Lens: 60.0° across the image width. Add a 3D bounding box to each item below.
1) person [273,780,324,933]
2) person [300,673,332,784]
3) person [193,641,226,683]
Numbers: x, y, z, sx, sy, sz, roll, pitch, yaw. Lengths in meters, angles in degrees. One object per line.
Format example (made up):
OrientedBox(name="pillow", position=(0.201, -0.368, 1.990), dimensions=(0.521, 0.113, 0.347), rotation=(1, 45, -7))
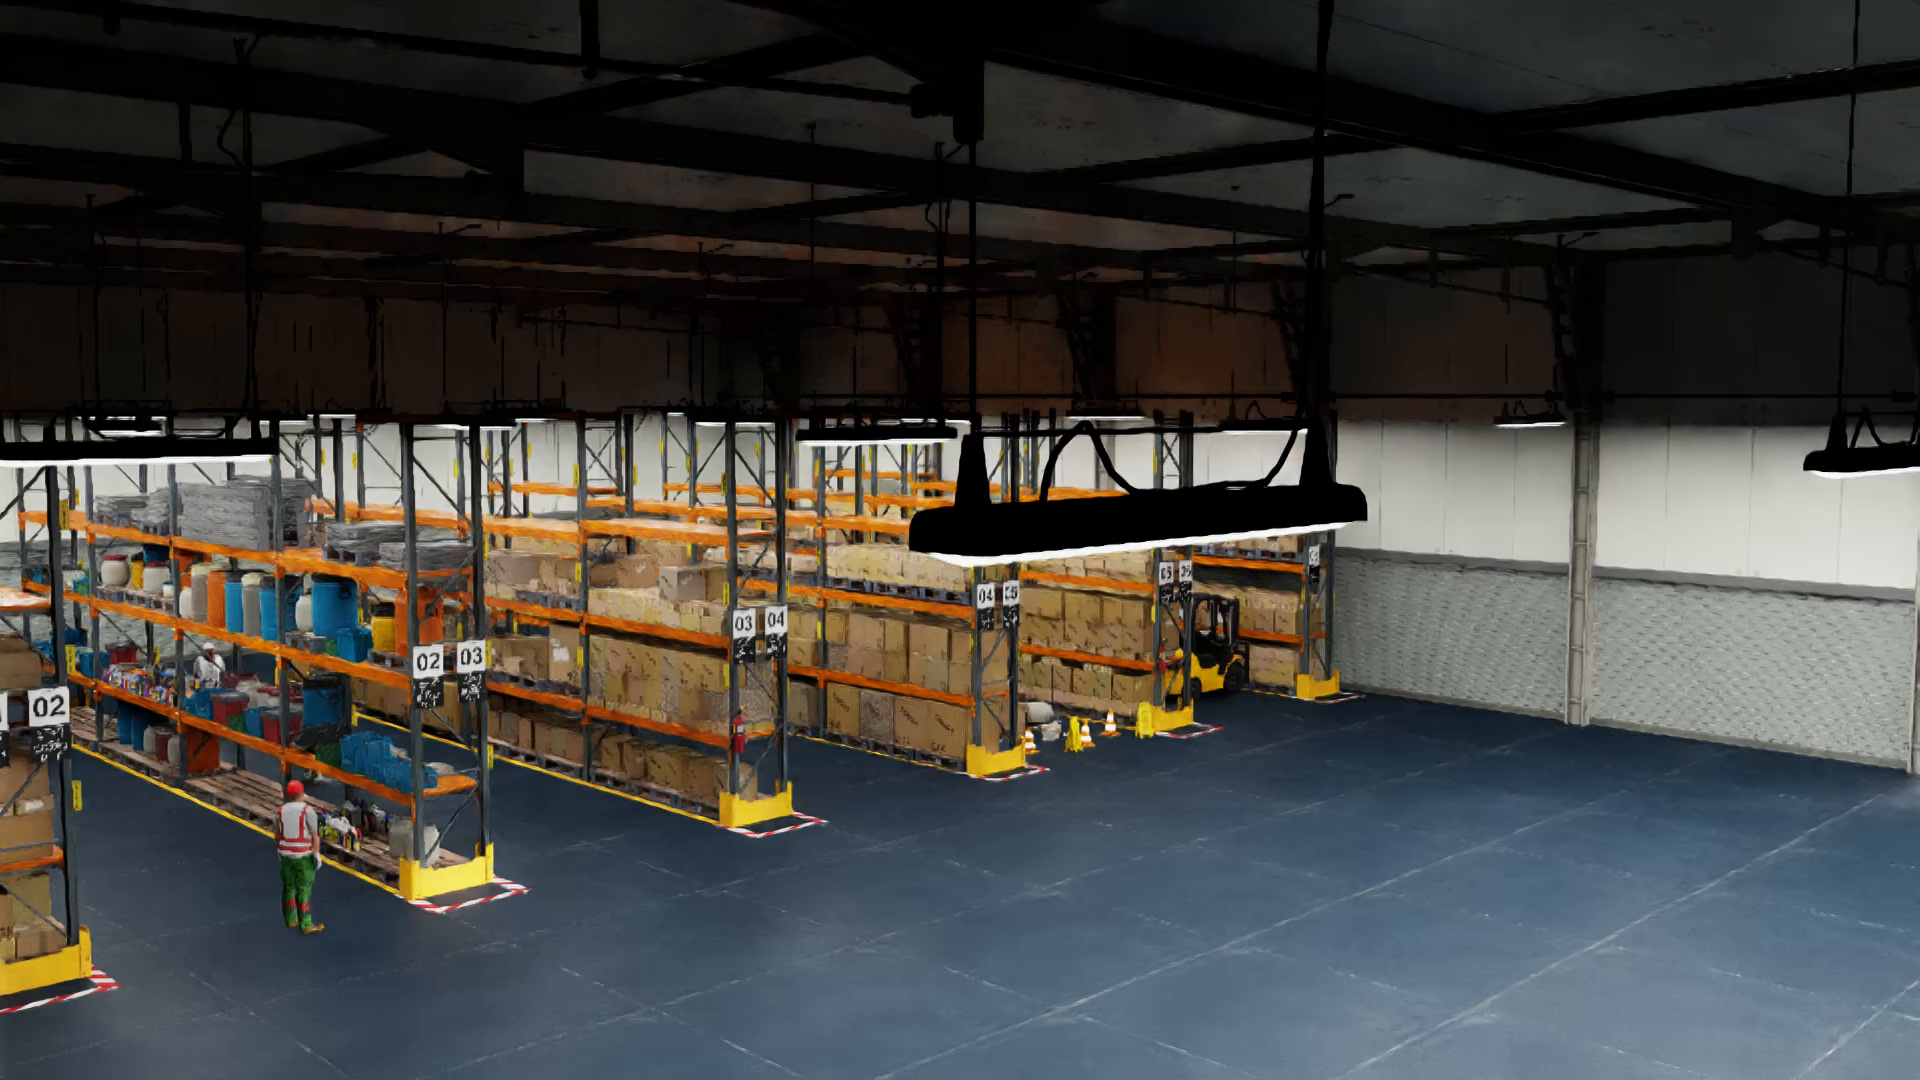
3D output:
OrientedBox(name="person", position=(-7.815, 3.712, 19.678), dimensions=(0.606, 1.792, 0.442), rotation=(1, 5, 14))
OrientedBox(name="person", position=(-10.537, 3.060, 27.143), dimensions=(0.669, 1.793, 0.393), rotation=(3, 6, 28))
OrientedBox(name="person", position=(-14.061, 2.757, 31.222), dimensions=(1.042, 1.732, 0.579), rotation=(5, 7, 44))
